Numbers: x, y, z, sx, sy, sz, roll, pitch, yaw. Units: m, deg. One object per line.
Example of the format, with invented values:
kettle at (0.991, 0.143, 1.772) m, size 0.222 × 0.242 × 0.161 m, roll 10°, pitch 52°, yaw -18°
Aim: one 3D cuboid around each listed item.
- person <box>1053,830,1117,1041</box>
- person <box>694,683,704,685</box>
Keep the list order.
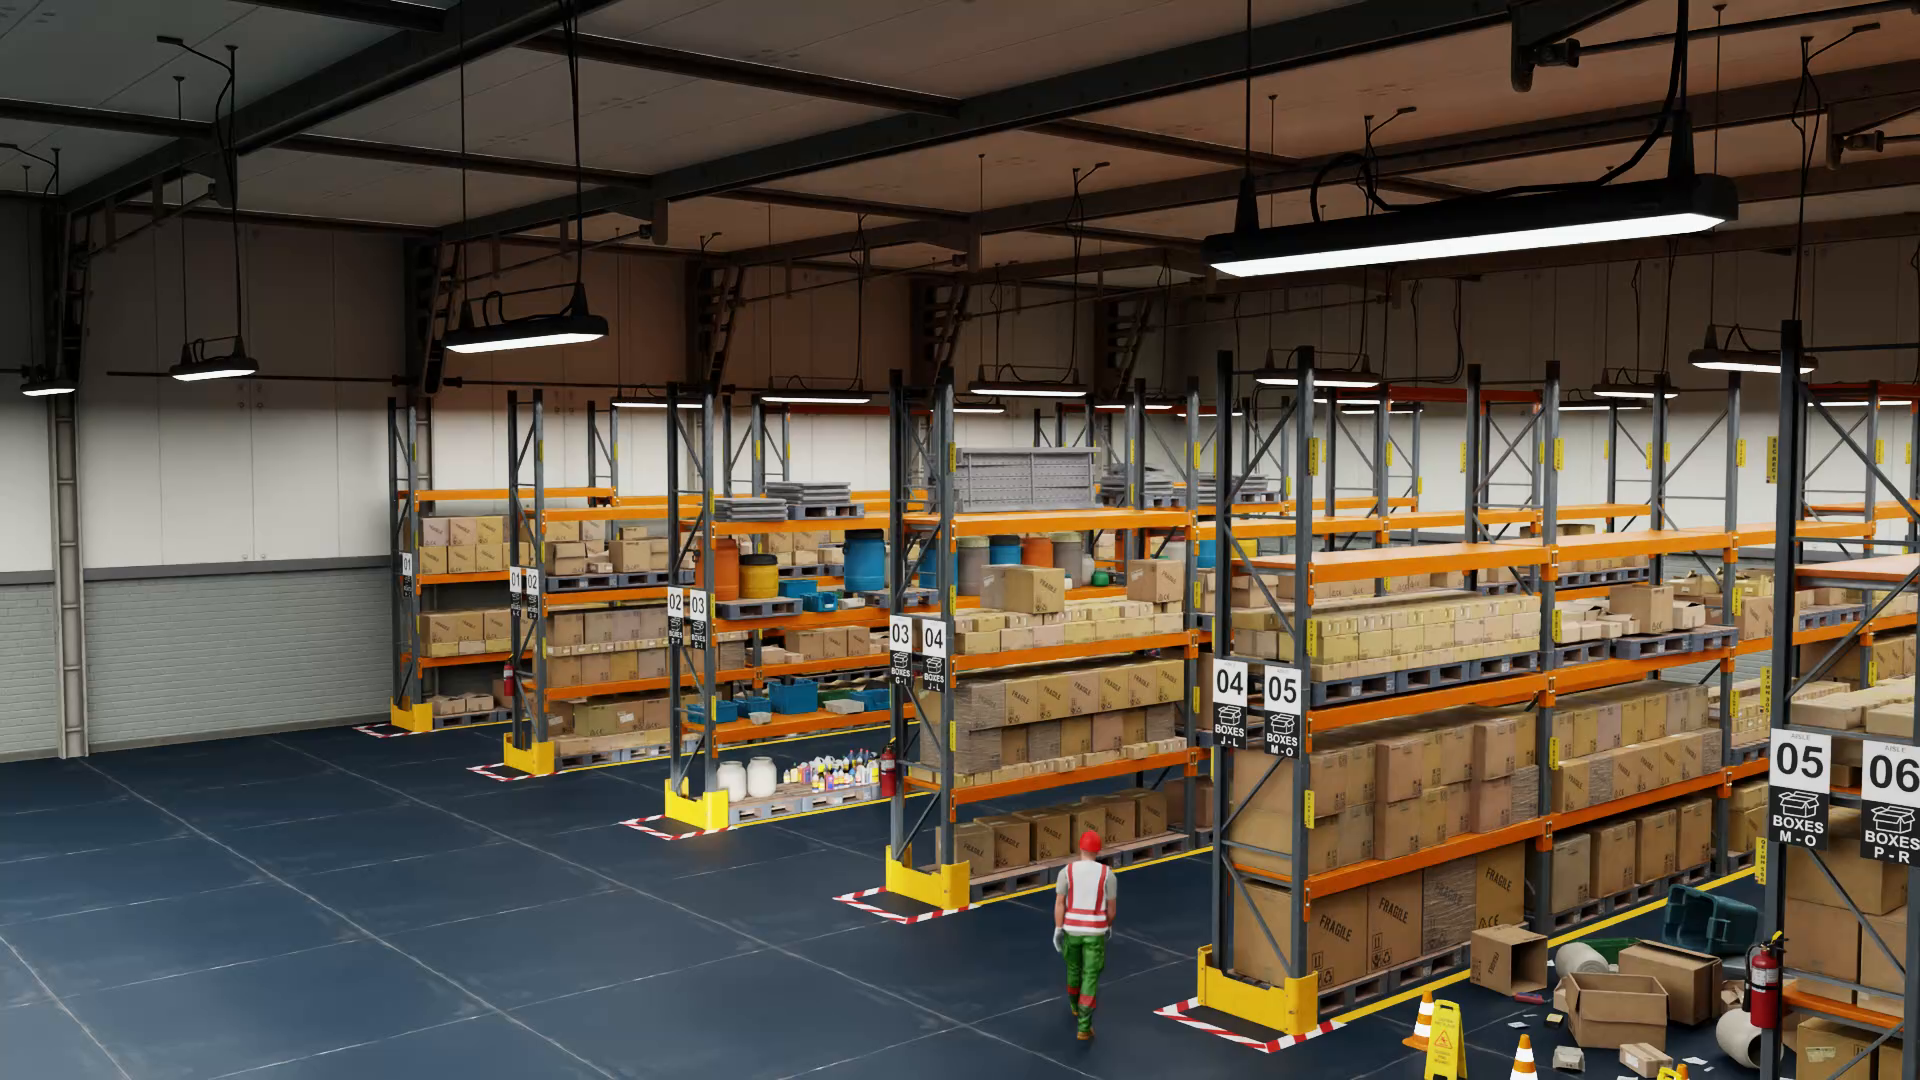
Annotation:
person at (1.117, 3.412, 14.612) m, size 0.531 × 1.737 × 1.010 m, roll 1°, pitch 3°, yaw 15°
person at (-5.016, 2.446, 32.291) m, size 0.825 × 1.679 × 0.705 m, roll -3°, pitch 4°, yaw -38°
